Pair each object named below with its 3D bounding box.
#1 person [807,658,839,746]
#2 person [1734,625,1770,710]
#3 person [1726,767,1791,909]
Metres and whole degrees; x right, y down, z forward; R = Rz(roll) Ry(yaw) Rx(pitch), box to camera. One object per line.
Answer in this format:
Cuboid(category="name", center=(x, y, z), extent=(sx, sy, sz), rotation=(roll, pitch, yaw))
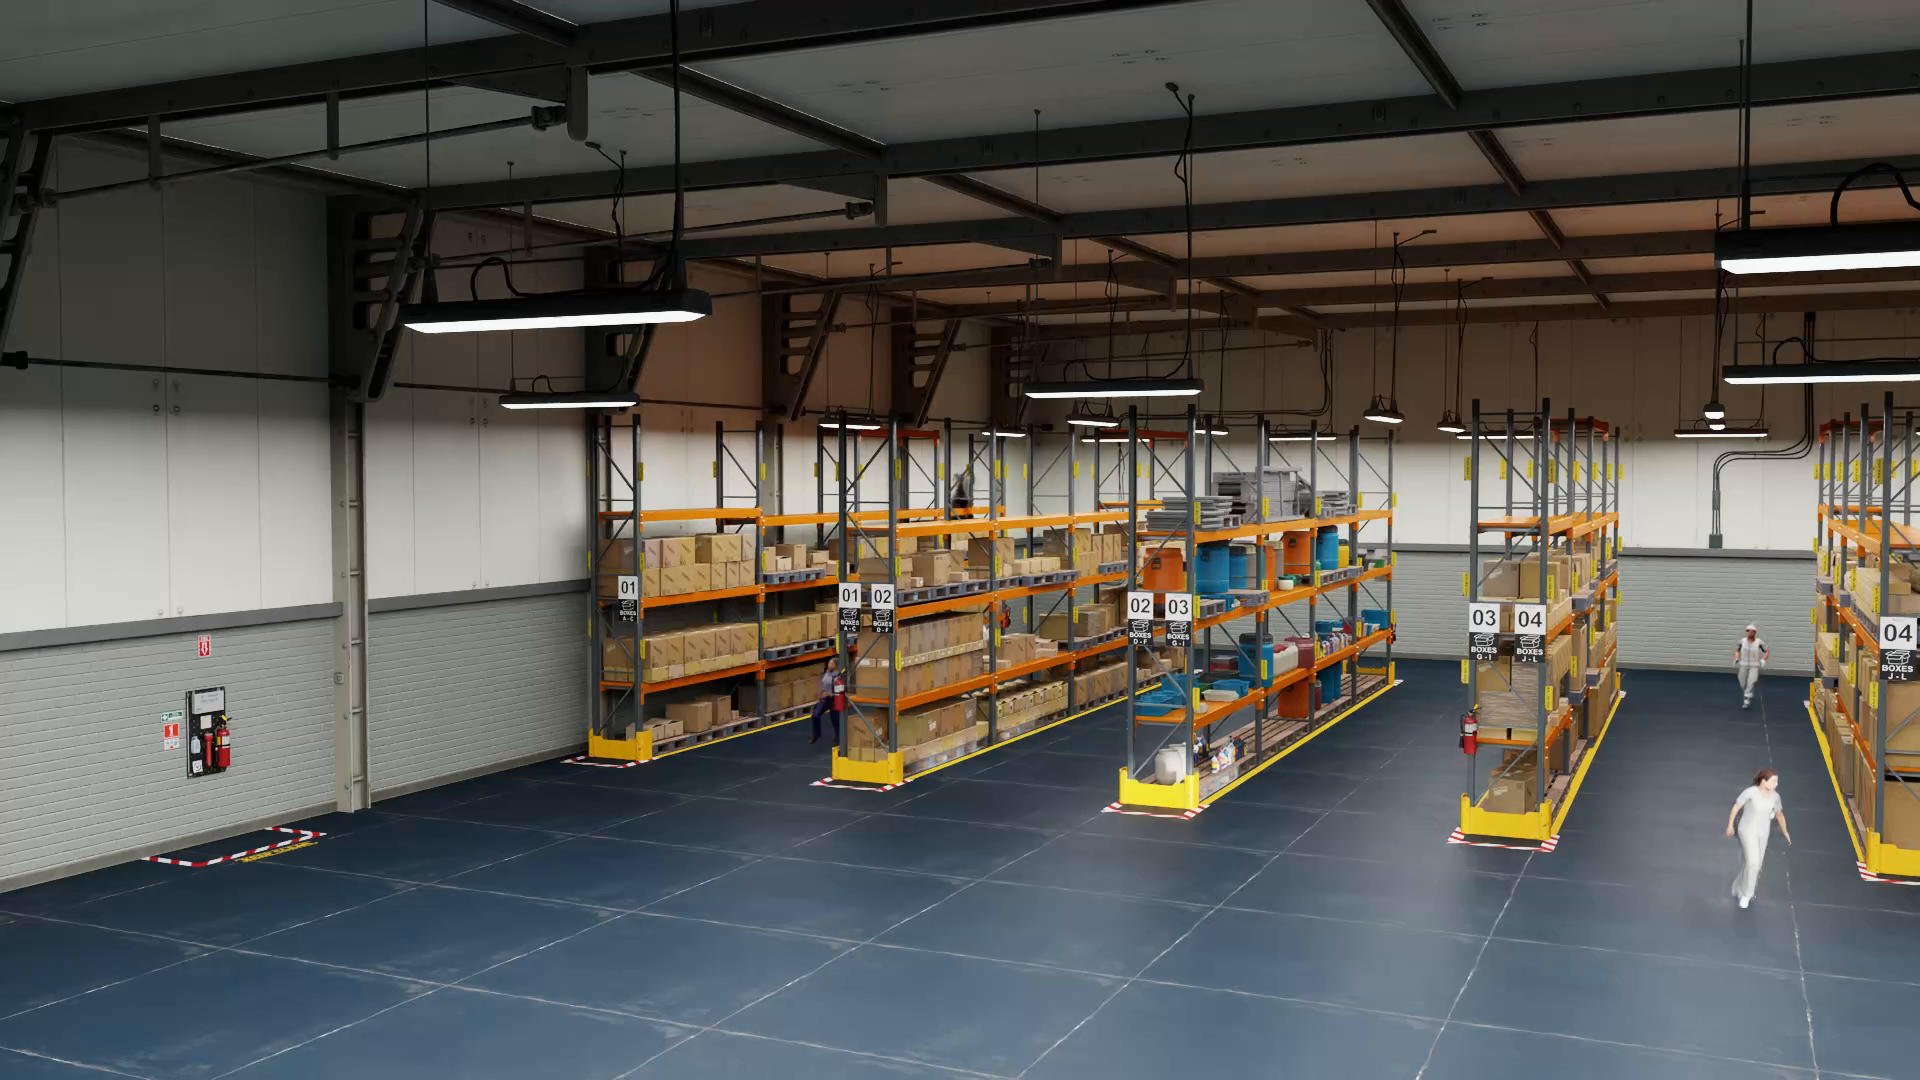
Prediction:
Cuboid(category="person", center=(-2.365, 3.029, 30.312), extent=(0.693, 1.420, 0.772), rotation=(2, 3, 35))
Cuboid(category="person", center=(16.767, 2.683, 35.224), extent=(0.668, 1.766, 0.801), rotation=(2, 3, 35))
Cuboid(category="person", center=(9.194, 3.408, 19.234), extent=(0.556, 1.628, 0.713), rotation=(0, 2, -9))
